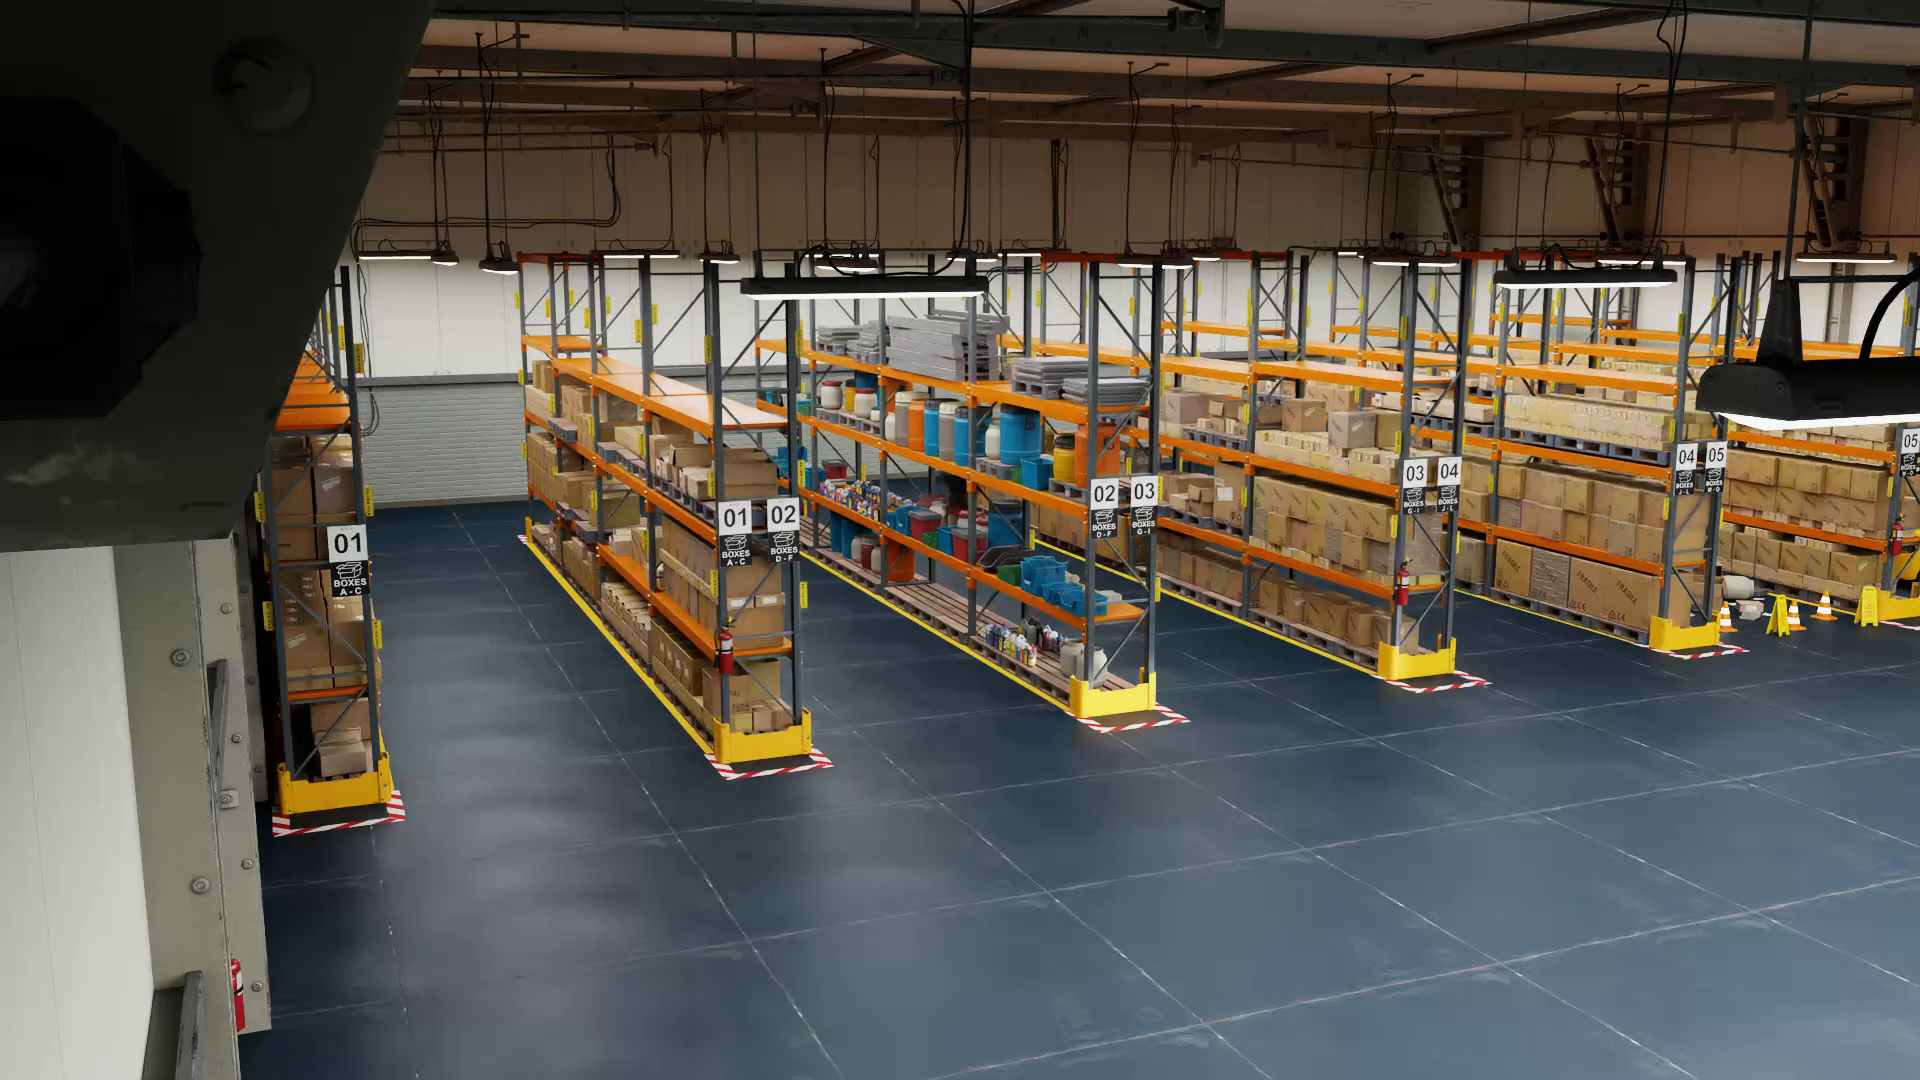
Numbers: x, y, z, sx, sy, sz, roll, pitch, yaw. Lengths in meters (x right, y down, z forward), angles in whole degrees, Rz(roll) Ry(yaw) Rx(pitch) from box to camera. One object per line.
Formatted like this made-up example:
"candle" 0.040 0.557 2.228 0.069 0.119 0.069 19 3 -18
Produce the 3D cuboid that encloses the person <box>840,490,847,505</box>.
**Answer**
"person" 0.443 -0.766 34.701 7.258 1.725 4.278 -4 11 -20
